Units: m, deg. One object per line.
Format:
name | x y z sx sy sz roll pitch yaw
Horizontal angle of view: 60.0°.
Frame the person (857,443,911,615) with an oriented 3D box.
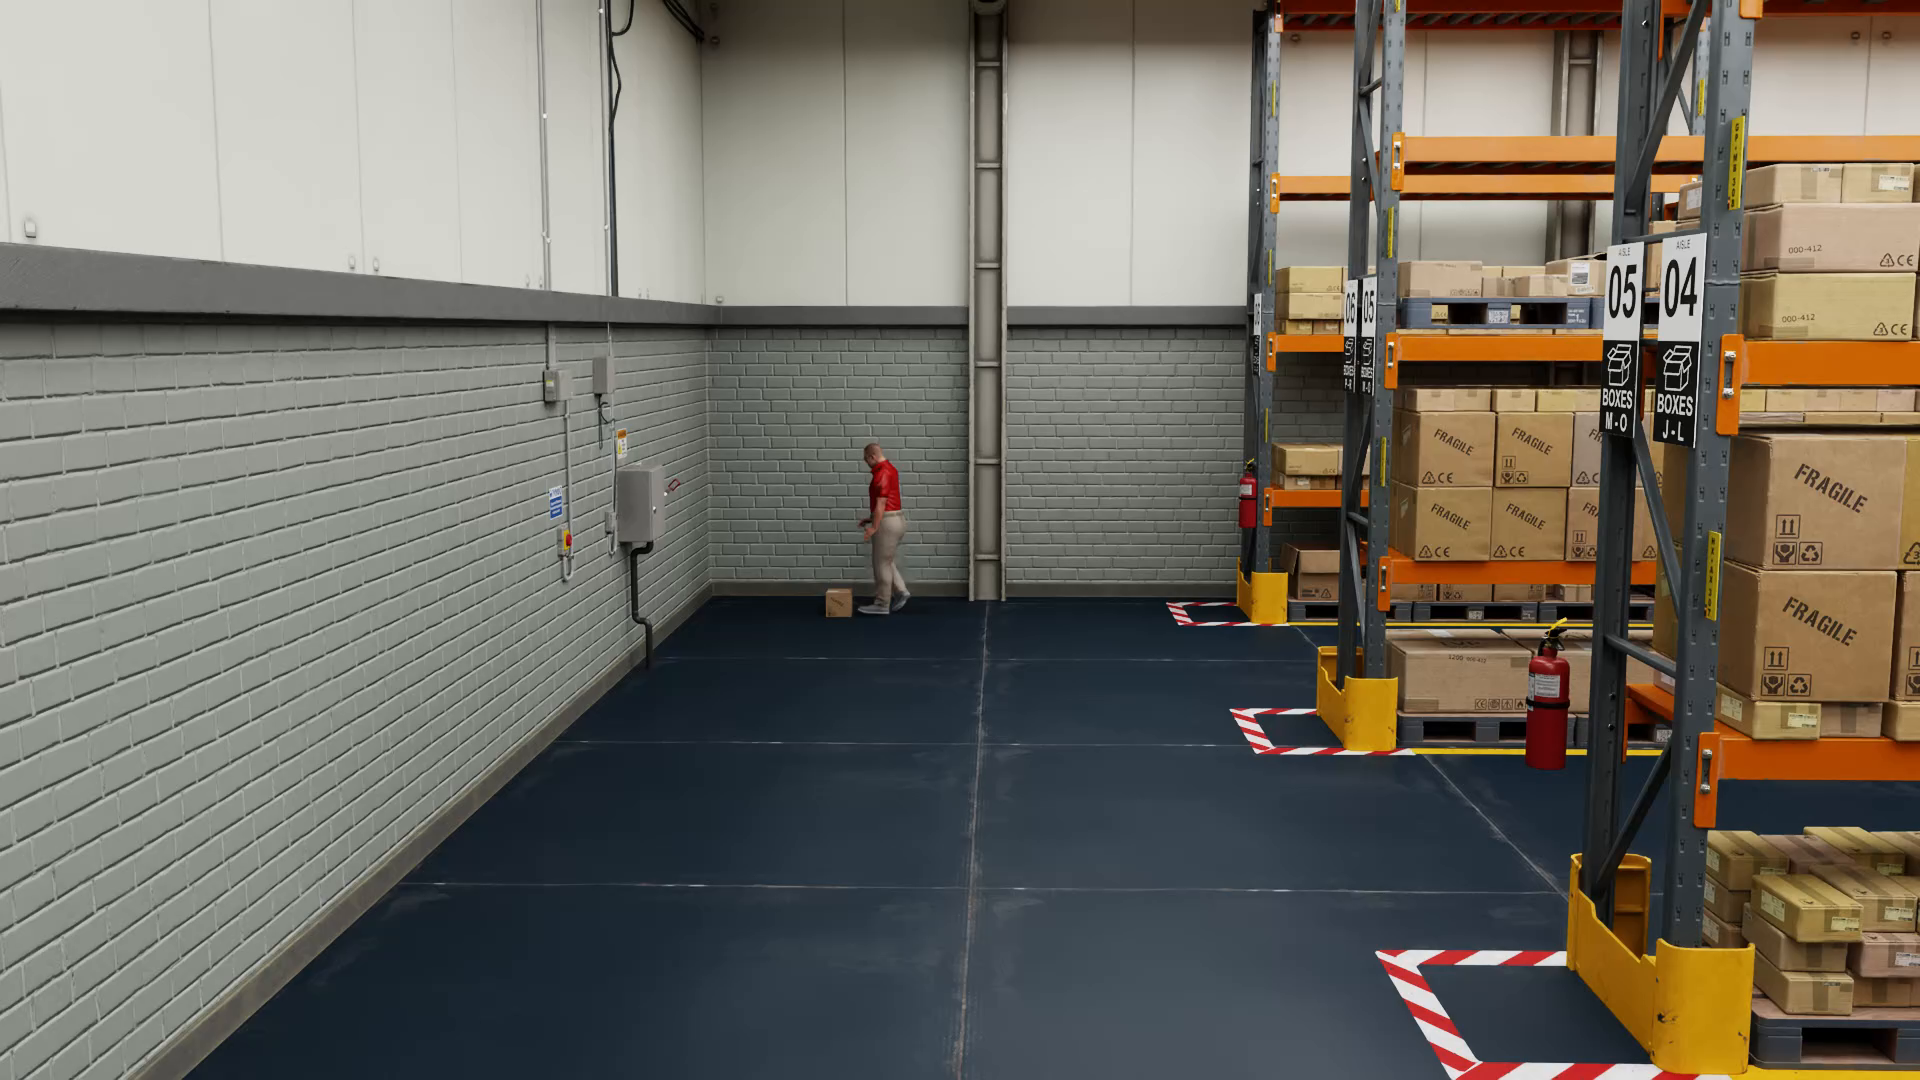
person | -0.800 -0.103 16.664 0.565 1.742 0.551 2 7 12
